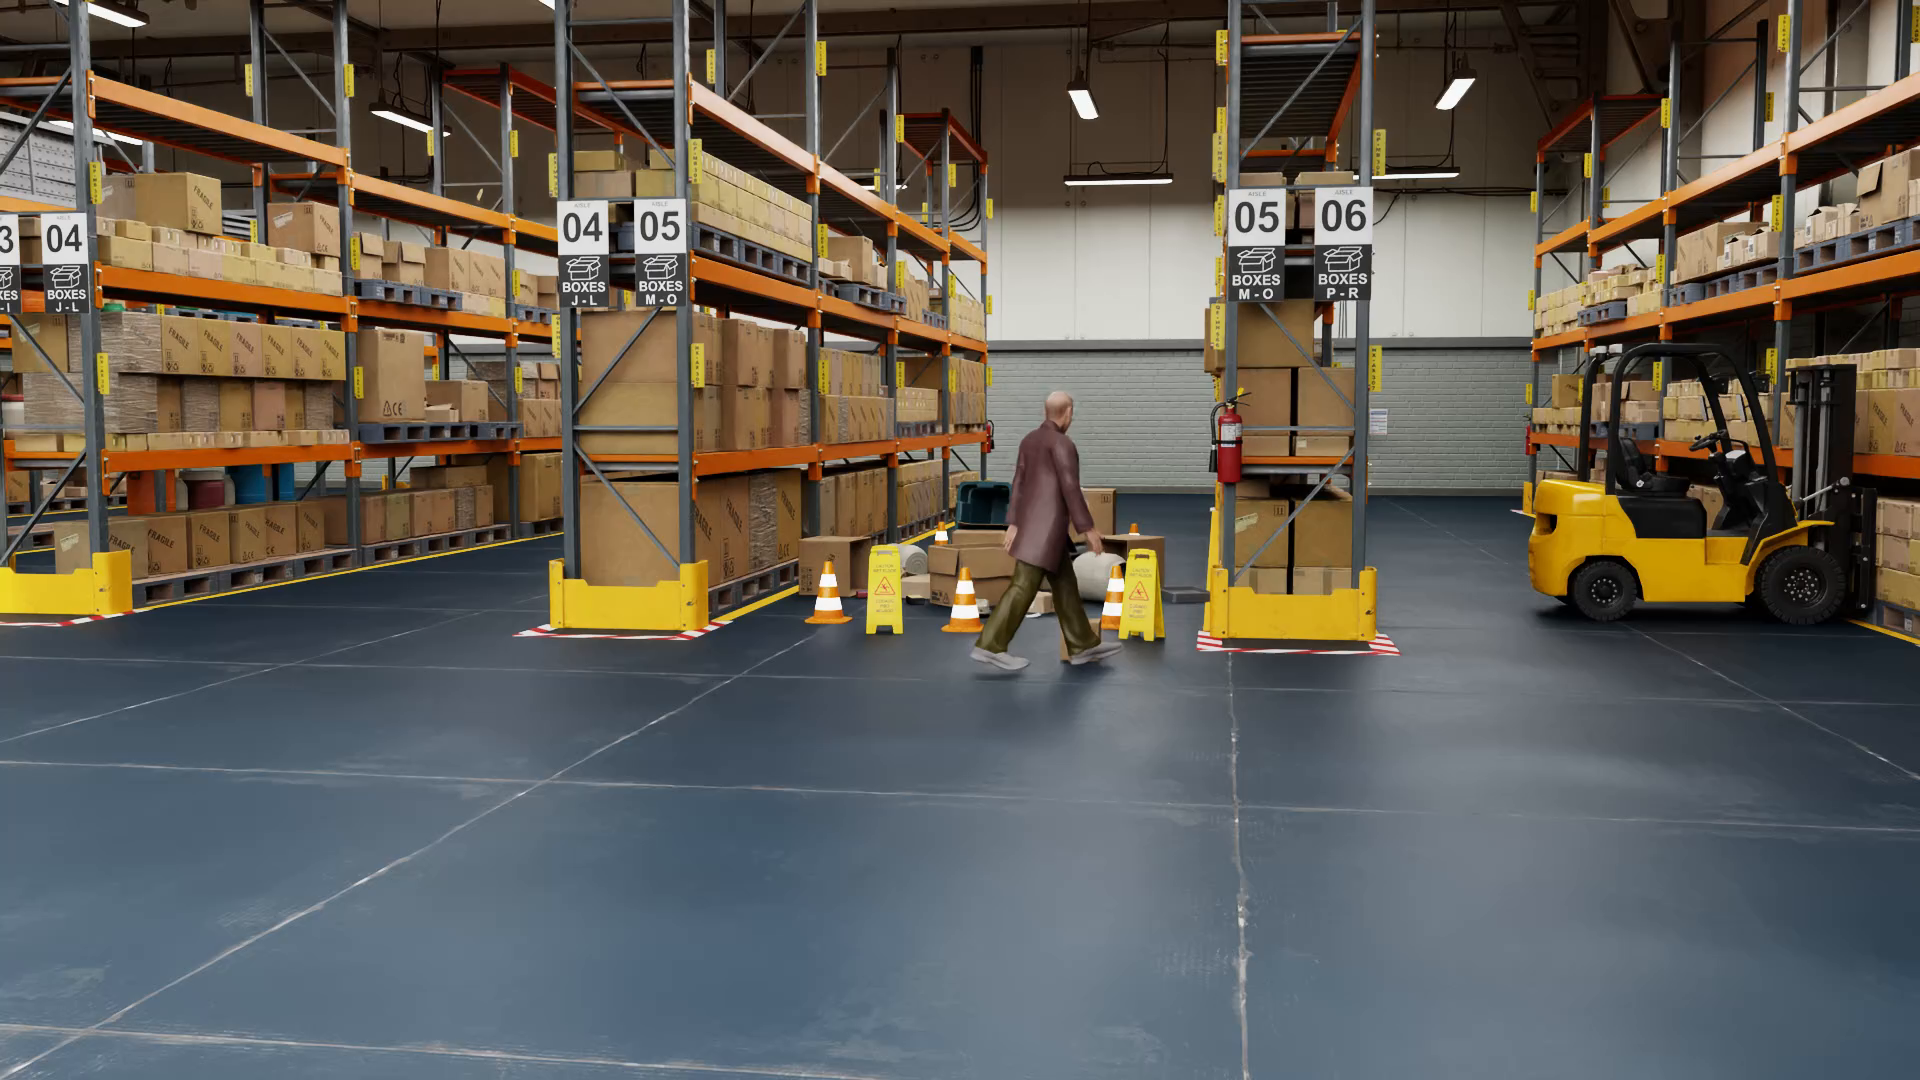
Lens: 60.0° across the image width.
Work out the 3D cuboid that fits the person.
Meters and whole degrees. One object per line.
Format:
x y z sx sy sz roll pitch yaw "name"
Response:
0.563 -0.090 10.408 1.035 1.680 0.641 -1 4 -15 "person"
